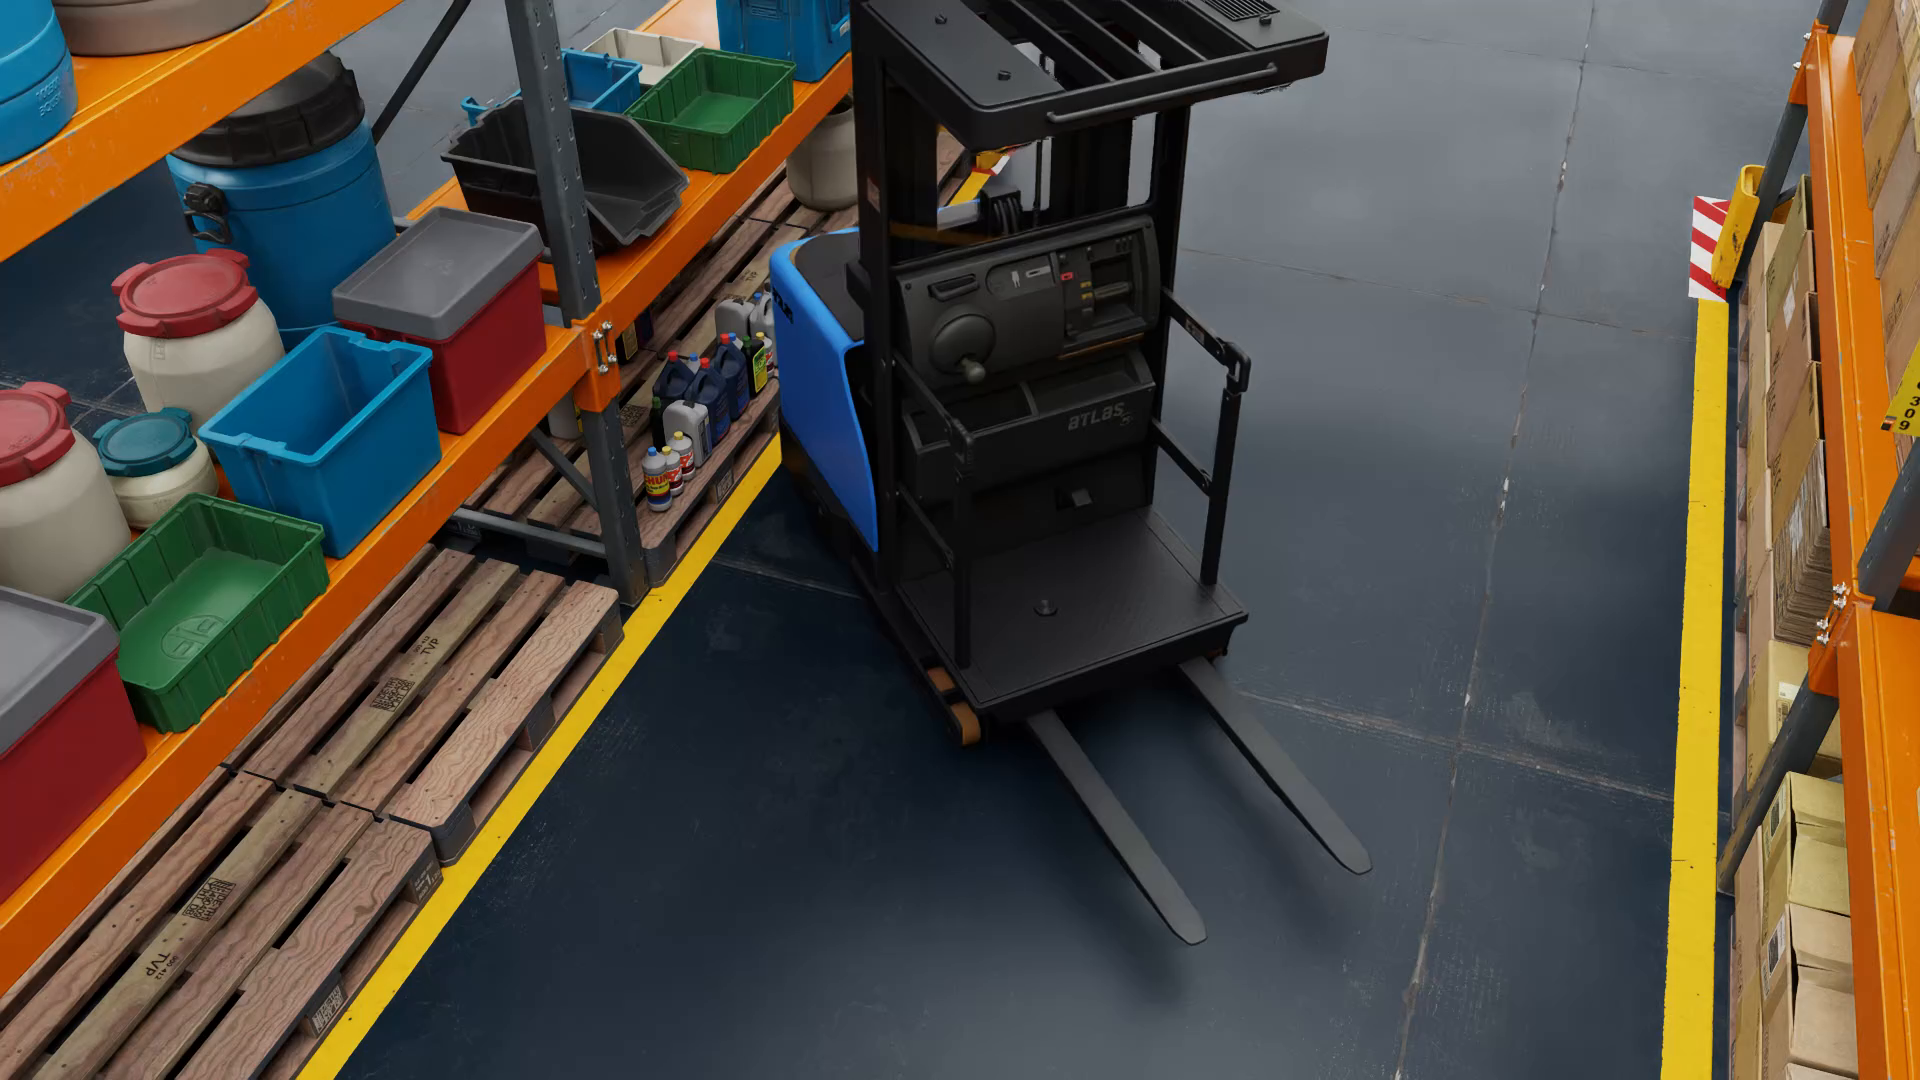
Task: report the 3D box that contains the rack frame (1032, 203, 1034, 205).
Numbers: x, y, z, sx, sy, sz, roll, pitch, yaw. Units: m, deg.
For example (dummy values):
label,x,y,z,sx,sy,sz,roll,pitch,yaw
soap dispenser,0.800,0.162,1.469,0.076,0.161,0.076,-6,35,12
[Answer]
label,x,y,z,sx,sy,sz,roll,pitch,yaw
rack frame,0.208,-1.093,7.338,0.240,0.900,0.006,0,40,0

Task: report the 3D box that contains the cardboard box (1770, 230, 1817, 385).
label,x,y,z,sx,sy,sz,roll,pitch,yaw
cardboard box,3.594,-0.866,6.671,0.500,0.500,0.500,13,42,15

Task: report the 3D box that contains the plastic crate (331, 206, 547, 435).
label,x,y,z,sx,sy,sz,roll,pitch,yaw
plastic crate,-1.585,-0.681,5.188,0.402,0.464,0.583,13,42,15

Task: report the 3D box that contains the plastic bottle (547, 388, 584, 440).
label,x,y,z,sx,sy,sz,roll,pitch,yaw
plastic bottle,-1.622,-0.604,6.849,0.144,0.351,0.185,13,42,15

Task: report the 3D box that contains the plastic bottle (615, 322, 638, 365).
label,x,y,z,sx,sy,sz,roll,pitch,yaw
plastic bottle,-1.477,-0.917,7.268,0.061,0.283,0.133,13,42,15

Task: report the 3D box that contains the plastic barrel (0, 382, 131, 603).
label,x,y,z,sx,sy,sz,roll,pitch,yaw
plastic barrel,-2.491,-0.089,4.439,0.433,0.535,0.433,0,40,0

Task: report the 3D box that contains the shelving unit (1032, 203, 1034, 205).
label,x,y,z,sx,sy,sz,roll,pitch,yaw
shelving unit,0.208,-1.028,7.261,0.258,0.900,0.210,0,40,0

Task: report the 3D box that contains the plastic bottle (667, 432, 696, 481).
label,x,y,z,sx,sy,sz,roll,pitch,yaw
plastic bottle,-1.117,-0.344,6.659,0.097,0.201,0.097,0,40,0

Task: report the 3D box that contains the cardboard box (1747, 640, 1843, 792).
label,x,y,z,sx,sy,sz,roll,pitch,yaw
cardboard box,2.900,0.637,5.487,0.500,0.250,0.500,13,42,15

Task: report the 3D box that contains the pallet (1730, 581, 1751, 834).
label,x,y,z,sx,sy,sz,roll,pitch,yaw
pallet,3.258,0.667,5.805,1.003,0.211,1.213,13,42,15

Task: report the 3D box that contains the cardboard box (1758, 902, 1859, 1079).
label,x,y,z,sx,sy,sz,roll,pitch,yaw
cardboard box,2.395,1.256,4.330,0.500,0.311,0.500,13,42,15

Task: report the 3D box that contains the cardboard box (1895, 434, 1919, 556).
label,x,y,z,sx,sy,sz,roll,pitch,yaw
cardboard box,3.092,-0.228,4.629,0.700,0.500,0.500,12,42,14

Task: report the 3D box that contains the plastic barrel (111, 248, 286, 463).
label,x,y,z,sx,sy,sz,roll,pitch,yaw
plastic barrel,-2.240,-0.537,4.963,0.433,0.535,0.433,0,40,0

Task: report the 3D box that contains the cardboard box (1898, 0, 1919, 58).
label,x,y,z,sx,sy,sz,roll,pitch,yaw
cardboard box,3.626,-1.821,5.996,0.380,0.149,0.250,12,42,14

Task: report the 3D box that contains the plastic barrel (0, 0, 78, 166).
label,x,y,z,sx,sy,sz,roll,pitch,yaw
plastic barrel,-2.124,-1.195,3.143,0.600,0.901,0.708,13,42,15

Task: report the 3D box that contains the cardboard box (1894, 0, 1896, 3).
label,x,y,z,sx,sy,sz,roll,pitch,yaw
cardboard box,3.803,-2.138,6.368,0.380,0.149,0.250,13,42,15

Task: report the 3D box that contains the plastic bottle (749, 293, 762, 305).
label,x,y,z,sx,sy,sz,roll,pitch,yaw
plastic bottle,-0.896,-1.011,7.441,0.097,0.201,0.097,0,40,0

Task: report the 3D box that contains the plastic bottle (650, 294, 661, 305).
label,x,y,z,sx,sy,sz,roll,pitch,yaw
plastic bottle,-1.437,-1.195,7.657,0.097,0.201,0.097,0,40,0

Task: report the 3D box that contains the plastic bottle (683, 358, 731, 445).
label,x,y,z,sx,sy,sz,roll,pitch,yaw
plastic bottle,-1.041,-0.580,6.820,0.144,0.351,0.185,14,43,16

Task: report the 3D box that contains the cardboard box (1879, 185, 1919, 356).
label,x,y,z,sx,sy,sz,roll,pitch,yaw
cardboard box,3.442,-0.856,5.366,0.700,0.500,0.500,14,42,16

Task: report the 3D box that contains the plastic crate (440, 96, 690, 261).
label,x,y,z,sx,sy,sz,roll,pitch,yaw
plastic crate,-1.409,-1.287,5.995,0.767,0.338,0.504,13,42,15

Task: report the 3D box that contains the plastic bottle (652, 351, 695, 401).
label,x,y,z,sx,sy,sz,roll,pitch,yaw
plastic bottle,-1.177,-0.612,6.858,0.144,0.351,0.185,13,42,15

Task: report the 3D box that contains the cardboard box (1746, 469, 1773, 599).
label,x,y,z,sx,sy,sz,roll,pitch,yaw
cardboard box,3.237,0.026,6.204,0.500,0.250,0.500,13,42,15

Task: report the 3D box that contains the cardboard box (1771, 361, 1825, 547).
label,x,y,z,sx,sy,sz,roll,pitch,yaw
cardboard box,3.249,-0.257,5.957,0.500,0.500,0.500,13,42,15

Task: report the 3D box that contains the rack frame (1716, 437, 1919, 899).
label,x,y,z,sx,sy,sz,roll,pitch,yaw
rack frame,2.946,0.082,4.343,1.000,3.000,0.127,13,42,15

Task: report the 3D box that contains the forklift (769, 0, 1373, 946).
label,x,y,z,sx,sy,sz,roll,pitch,yaw
forklift,0.337,-0.709,5.323,1.130,2.935,3.031,-17,43,-19

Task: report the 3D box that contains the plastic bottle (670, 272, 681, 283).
label,x,y,z,sx,sy,sz,roll,pitch,yaw
plastic bottle,-1.369,-1.343,7.776,0.097,0.271,0.097,0,40,0

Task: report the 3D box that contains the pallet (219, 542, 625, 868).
label,x,y,z,sx,sy,sz,roll,pitch,yaw
pallet,-1.939,0.529,5.968,1.003,0.211,1.213,13,42,15

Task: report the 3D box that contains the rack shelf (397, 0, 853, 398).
label,x,y,z,sx,sy,sz,roll,pitch,yaw
rack shelf,-1.023,-1.966,7.297,1.077,0.370,4.000,13,42,15

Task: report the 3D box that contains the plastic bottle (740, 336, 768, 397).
label,x,y,z,sx,sy,sz,roll,pitch,yaw
plastic bottle,-0.881,-0.761,7.084,0.061,0.283,0.133,15,43,17

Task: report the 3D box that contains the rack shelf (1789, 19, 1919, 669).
label,x,y,z,sx,sy,sz,roll,pitch,yaw
rack shelf,3.630,-0.864,6.006,1.077,0.370,4.000,13,42,15

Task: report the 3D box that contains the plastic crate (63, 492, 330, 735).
label,x,y,z,sx,sy,sz,roll,pitch,yaw
plastic crate,-2.037,0.186,4.384,0.450,0.188,0.662,13,42,15

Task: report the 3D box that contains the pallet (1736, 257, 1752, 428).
label,x,y,z,sx,sy,sz,roll,pitch,yaw
pallet,4.092,-0.821,7.550,1.003,0.211,1.213,13,42,15

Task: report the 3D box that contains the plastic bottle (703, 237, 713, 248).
label,x,y,z,sx,sy,sz,roll,pitch,yaw
plastic bottle,-1.252,-1.552,8.021,0.097,0.271,0.097,0,40,0

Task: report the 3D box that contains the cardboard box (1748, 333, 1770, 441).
label,x,y,z,sx,sy,sz,roll,pitch,yaw
cardboard box,3.583,-0.583,6.917,0.500,0.250,0.500,13,42,15

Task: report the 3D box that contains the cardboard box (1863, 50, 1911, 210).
label,x,y,z,sx,sy,sz,roll,pitch,yaw
cardboard box,3.792,-1.491,6.109,0.700,0.500,0.500,14,42,15

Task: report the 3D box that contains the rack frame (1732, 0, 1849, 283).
label,x,y,z,sx,sy,sz,roll,pitch,yaw
rack frame,4.314,-2.358,7.202,1.000,3.000,0.127,13,42,15

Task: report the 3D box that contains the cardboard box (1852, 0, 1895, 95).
label,x,y,z,sx,sy,sz,roll,pitch,yaw
cardboard box,4.142,-2.114,6.840,0.700,0.500,0.500,13,42,15

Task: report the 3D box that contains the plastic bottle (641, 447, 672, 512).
label,x,y,z,sx,sy,sz,roll,pitch,yaw
plastic bottle,-1.186,-0.246,6.491,0.097,0.271,0.097,0,40,0

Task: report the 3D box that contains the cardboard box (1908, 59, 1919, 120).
label,x,y,z,sx,sy,sz,roll,pitch,yaw
cardboard box,3.451,-1.514,5.636,0.380,0.149,0.250,14,42,15

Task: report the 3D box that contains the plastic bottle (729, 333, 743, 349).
label,x,y,z,sx,sy,sz,roll,pitch,yaw
plastic bottle,-0.961,-0.763,7.096,0.097,0.271,0.097,0,40,0

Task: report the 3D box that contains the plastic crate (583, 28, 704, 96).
label,x,y,z,sx,sy,sz,roll,pitch,yaw
plastic crate,-1.390,-1.966,6.946,0.530,0.136,0.437,13,42,15

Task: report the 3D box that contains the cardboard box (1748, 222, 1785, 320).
label,x,y,z,sx,sy,sz,roll,pitch,yaw
cardboard box,3.922,-1.194,7.633,0.500,0.250,0.500,13,42,15

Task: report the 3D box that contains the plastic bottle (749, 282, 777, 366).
label,x,y,z,sx,sy,sz,roll,pitch,yaw
plastic bottle,-0.831,-0.954,7.259,0.144,0.351,0.185,13,42,15

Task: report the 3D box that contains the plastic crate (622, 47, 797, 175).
label,x,y,z,sx,sy,sz,roll,pitch,yaw
plastic crate,-0.978,-1.704,6.600,0.450,0.188,0.662,13,42,15

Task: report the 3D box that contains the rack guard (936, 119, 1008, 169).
label,x,y,z,sx,sy,sz,roll,pitch,yaw
rack guard,-0.321,-2.452,9.238,1.175,0.500,0.348,13,42,15

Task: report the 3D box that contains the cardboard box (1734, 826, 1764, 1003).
label,x,y,z,sx,sy,sz,roll,pitch,yaw
cardboard box,2.576,1.159,4.875,0.500,0.250,0.500,12,42,14

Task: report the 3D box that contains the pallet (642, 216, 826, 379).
label,x,y,z,sx,sy,sz,roll,pitch,yaw
pallet,-1.023,-1.106,7.884,1.003,0.211,1.213,13,42,15

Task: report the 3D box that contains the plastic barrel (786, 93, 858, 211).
label,x,y,z,sx,sy,sz,roll,pitch,yaw
plastic barrel,-0.664,-1.949,8.316,0.421,0.512,0.421,0,40,0

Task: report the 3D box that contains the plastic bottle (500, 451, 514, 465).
label,x,y,z,sx,sy,sz,roll,pitch,yaw
plastic bottle,-1.876,-0.413,6.740,0.097,0.201,0.097,0,40,0
